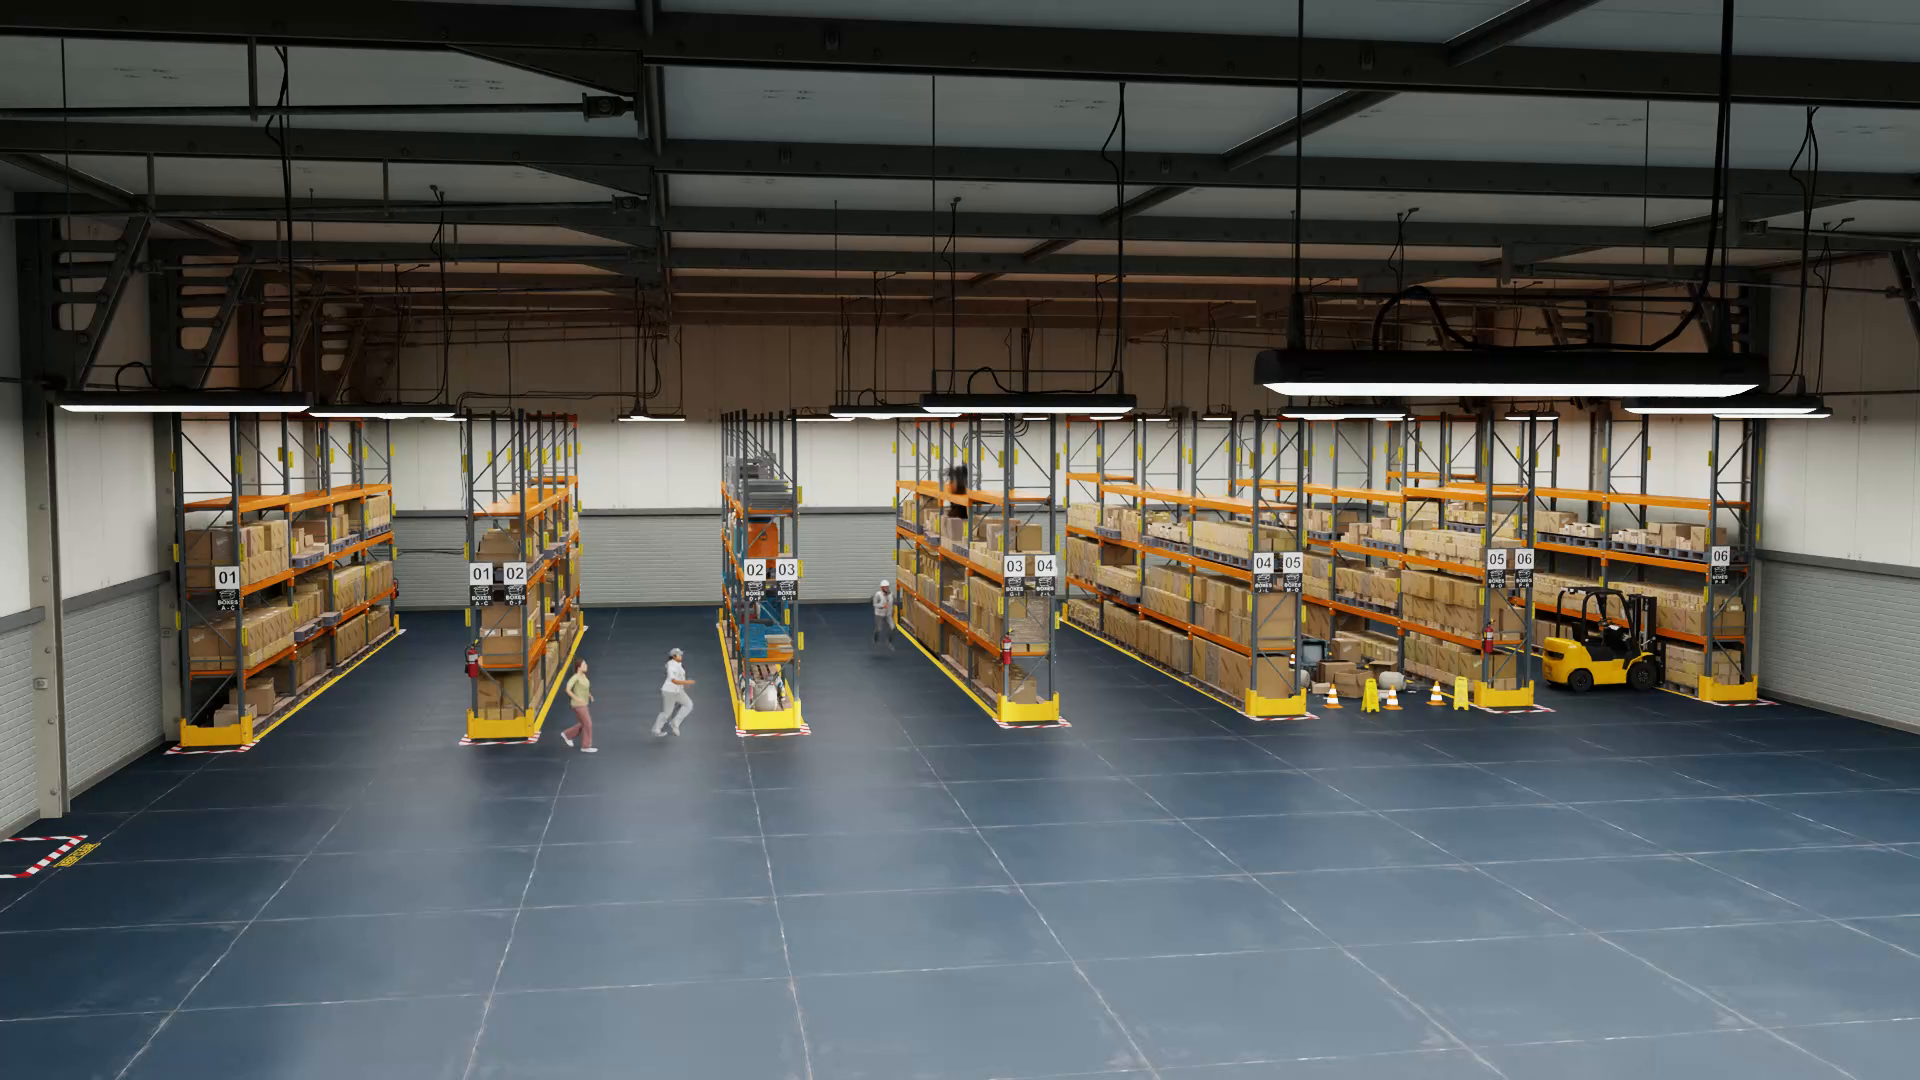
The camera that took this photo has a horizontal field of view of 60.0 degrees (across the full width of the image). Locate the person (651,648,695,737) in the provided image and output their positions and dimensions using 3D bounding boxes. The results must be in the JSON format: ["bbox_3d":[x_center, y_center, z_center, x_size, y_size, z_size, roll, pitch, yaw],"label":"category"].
[{"bbox_3d":[-5.221,2.780,30.360,0.818,1.637,0.616,0,4,6],"label":"person"}]

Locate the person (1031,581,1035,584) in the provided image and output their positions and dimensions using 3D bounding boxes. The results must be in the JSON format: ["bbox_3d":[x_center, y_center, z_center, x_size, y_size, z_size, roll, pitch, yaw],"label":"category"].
[{"bbox_3d":[2.128,1.488,48.464,0.708,1.810,0.688,1,4,8],"label":"person"}]

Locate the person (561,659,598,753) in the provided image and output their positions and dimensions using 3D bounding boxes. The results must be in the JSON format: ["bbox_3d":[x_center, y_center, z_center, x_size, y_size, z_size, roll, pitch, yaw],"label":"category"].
[{"bbox_3d":[-6.671,2.884,28.961,0.699,1.645,0.592,1,4,13],"label":"person"}]

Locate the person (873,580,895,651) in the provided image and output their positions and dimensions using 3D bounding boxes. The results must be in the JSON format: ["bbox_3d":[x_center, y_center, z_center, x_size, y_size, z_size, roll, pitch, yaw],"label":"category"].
[{"bbox_3d":[-1.858,1.829,40.515,0.658,1.746,0.988,-2,4,-25],"label":"person"}]
